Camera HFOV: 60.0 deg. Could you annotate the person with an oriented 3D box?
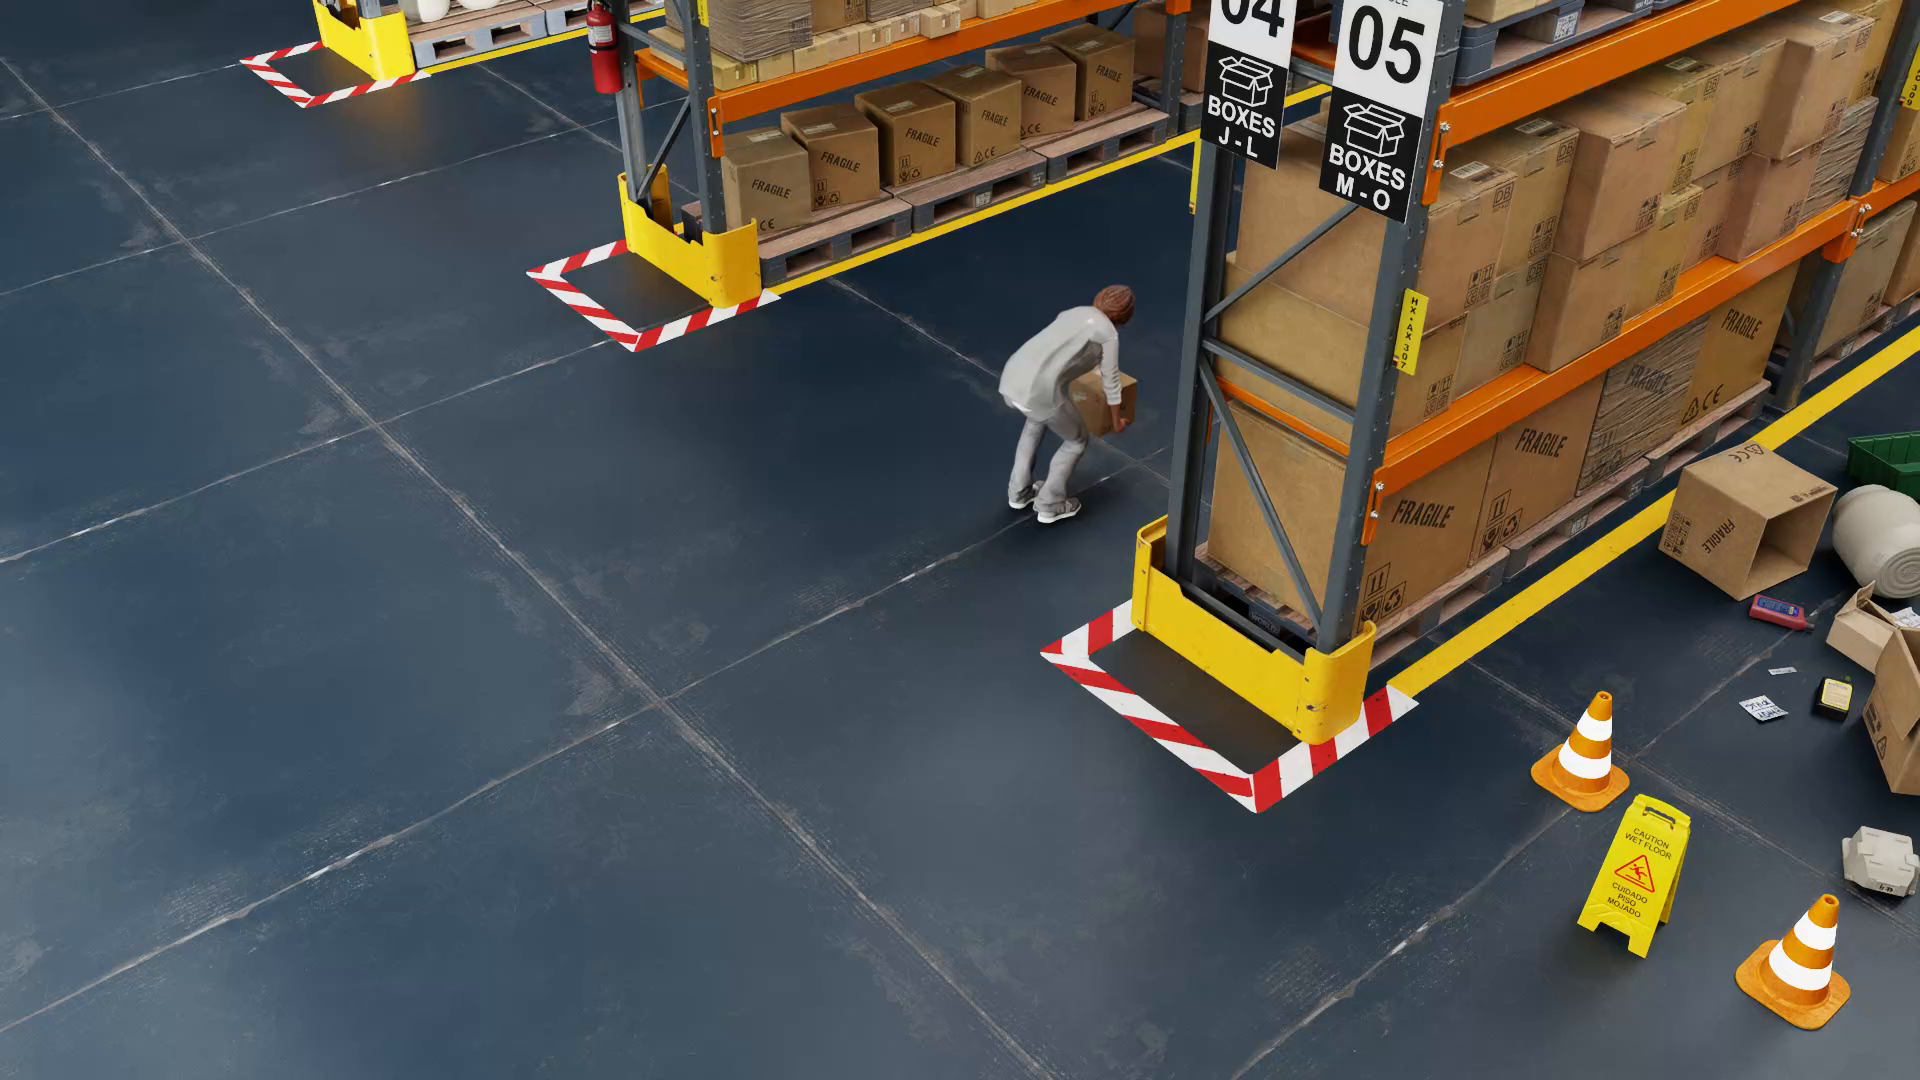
[{"bbox_3d":[0.553,-0.679,8.403,0.841,1.124,0.399,-28,45,-33],"label":"person"}]
